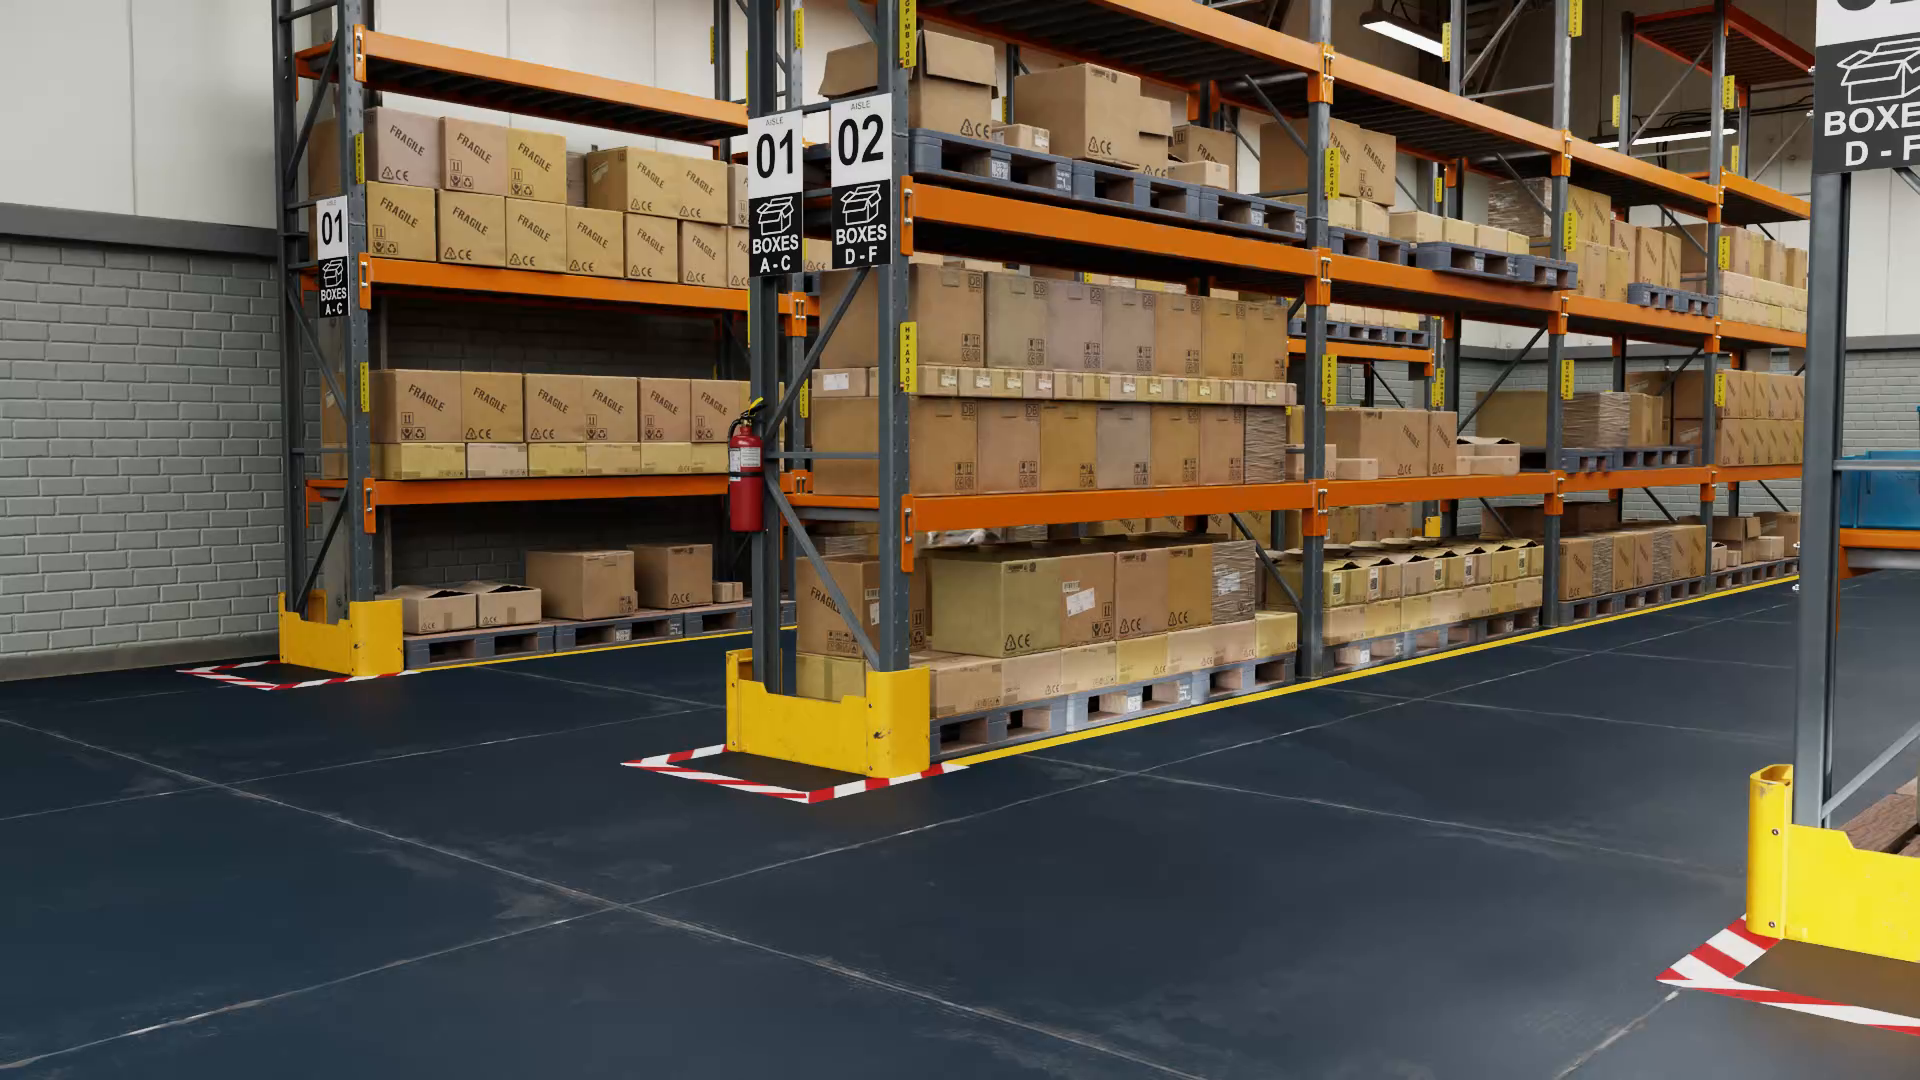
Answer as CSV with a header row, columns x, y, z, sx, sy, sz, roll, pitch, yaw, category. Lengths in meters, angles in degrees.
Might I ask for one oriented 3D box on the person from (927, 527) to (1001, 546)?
x,y,z,sx,sy,sz,roll,pitch,yaw,category
0.056,0.003,11.417,0.539,1.790,0.437,3,5,40,person
